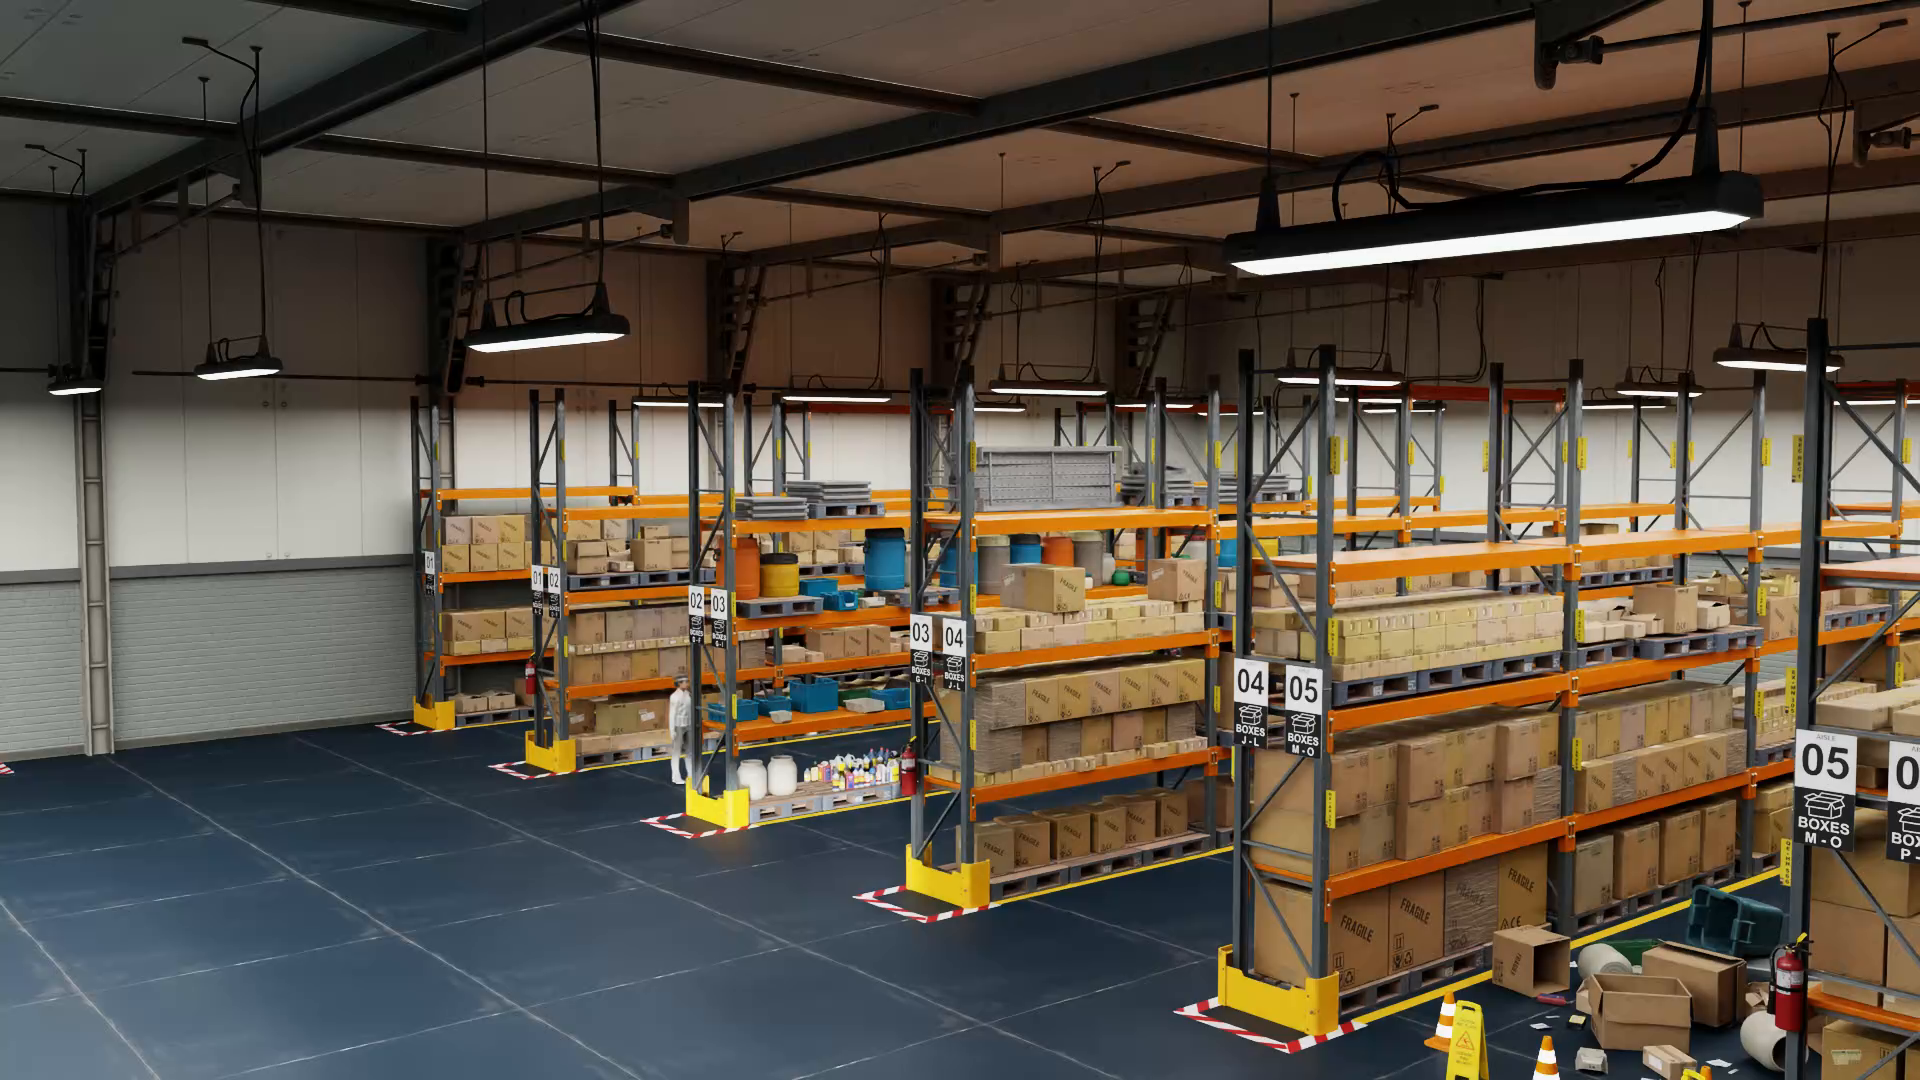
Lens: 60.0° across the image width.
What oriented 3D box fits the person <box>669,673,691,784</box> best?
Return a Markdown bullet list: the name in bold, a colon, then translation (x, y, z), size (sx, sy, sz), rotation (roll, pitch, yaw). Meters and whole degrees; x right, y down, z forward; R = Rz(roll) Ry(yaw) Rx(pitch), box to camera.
- **person**: translation (-4.186, 2.863, 25.164), size (0.392, 1.721, 0.550), rotation (2, 4, 28)
